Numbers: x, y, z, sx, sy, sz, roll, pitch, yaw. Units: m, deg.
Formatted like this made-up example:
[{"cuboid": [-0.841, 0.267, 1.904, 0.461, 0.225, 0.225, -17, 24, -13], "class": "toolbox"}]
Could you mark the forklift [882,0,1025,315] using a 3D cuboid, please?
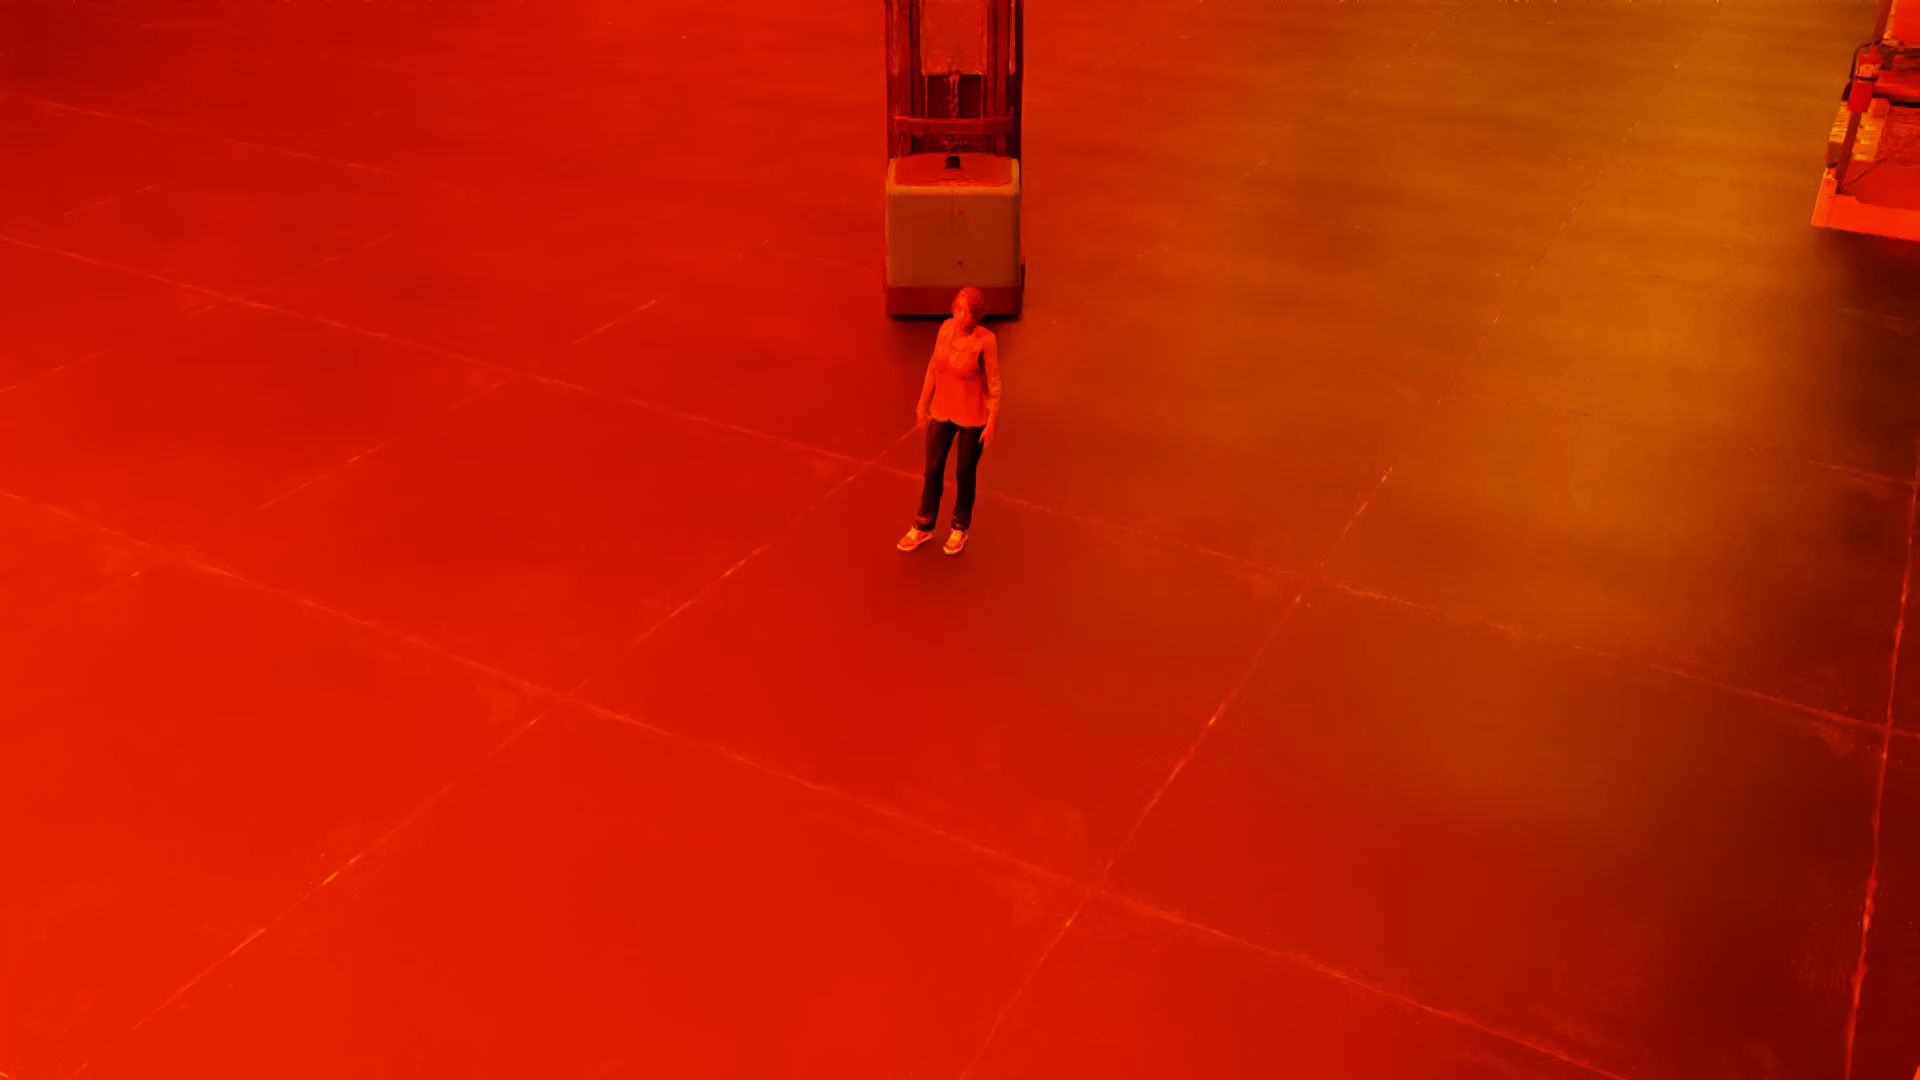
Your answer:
[{"cuboid": [-0.042, -3.706, 13.493, 1.130, 2.935, 3.031, 0, 30, 0], "class": "forklift"}]

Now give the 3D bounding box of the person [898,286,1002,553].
[{"cuboid": [-0.048, -0.669, 9.550, 0.520, 1.597, 0.474, 15, 33, 25], "class": "person"}]
